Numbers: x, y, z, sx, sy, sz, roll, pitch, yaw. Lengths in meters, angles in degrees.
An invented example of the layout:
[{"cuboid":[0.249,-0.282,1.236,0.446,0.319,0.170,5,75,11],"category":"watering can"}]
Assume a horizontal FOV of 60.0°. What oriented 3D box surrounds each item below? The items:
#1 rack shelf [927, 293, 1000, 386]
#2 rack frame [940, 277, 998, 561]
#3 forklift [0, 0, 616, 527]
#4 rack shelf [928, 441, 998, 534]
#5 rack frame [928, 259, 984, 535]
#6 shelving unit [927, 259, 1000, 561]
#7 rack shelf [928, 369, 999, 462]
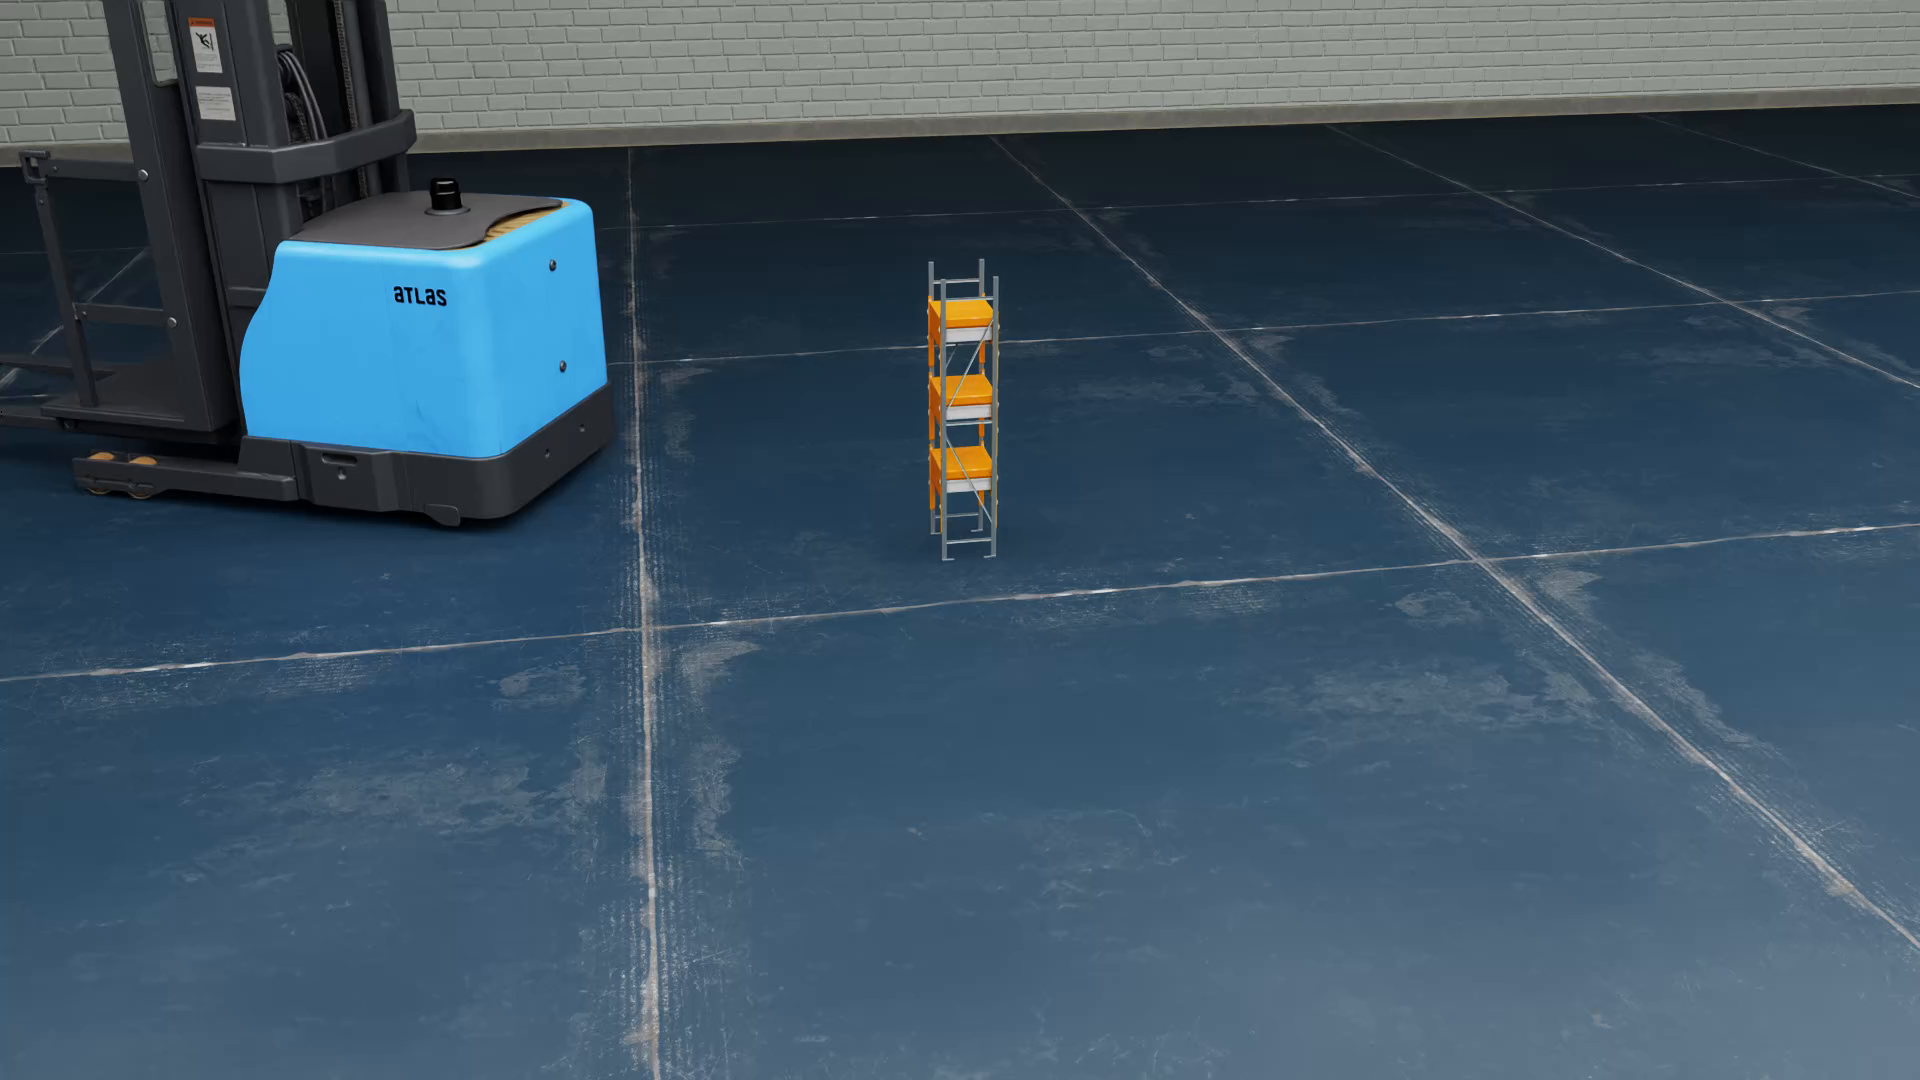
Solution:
[{"cuboid":[0.010,-0.710,5.882,0.215,0.259,0.240,-4,24,-10],"category":"rack shelf"},{"cuboid":[0.032,-0.412,5.882,0.200,1.050,0.008,-4,24,-10],"category":"rack frame"},{"cuboid":[-3.043,-1.702,6.485,3.031,2.935,1.130,6,24,13],"category":"forklift"},{"cuboid":[0.010,-0.196,6.107,0.215,0.259,0.240,-4,24,-10],"category":"rack shelf"},{"cuboid":[-0.013,-0.508,6.102,0.200,1.050,0.008,-4,24,-10],"category":"rack frame"},{"cuboid":[0.010,-0.460,5.992,0.215,1.050,0.252,-4,24,-10],"category":"shelving unit"},{"cuboid":[0.010,-0.450,5.996,0.215,0.259,0.240,-4,24,-10],"category":"rack shelf"}]
